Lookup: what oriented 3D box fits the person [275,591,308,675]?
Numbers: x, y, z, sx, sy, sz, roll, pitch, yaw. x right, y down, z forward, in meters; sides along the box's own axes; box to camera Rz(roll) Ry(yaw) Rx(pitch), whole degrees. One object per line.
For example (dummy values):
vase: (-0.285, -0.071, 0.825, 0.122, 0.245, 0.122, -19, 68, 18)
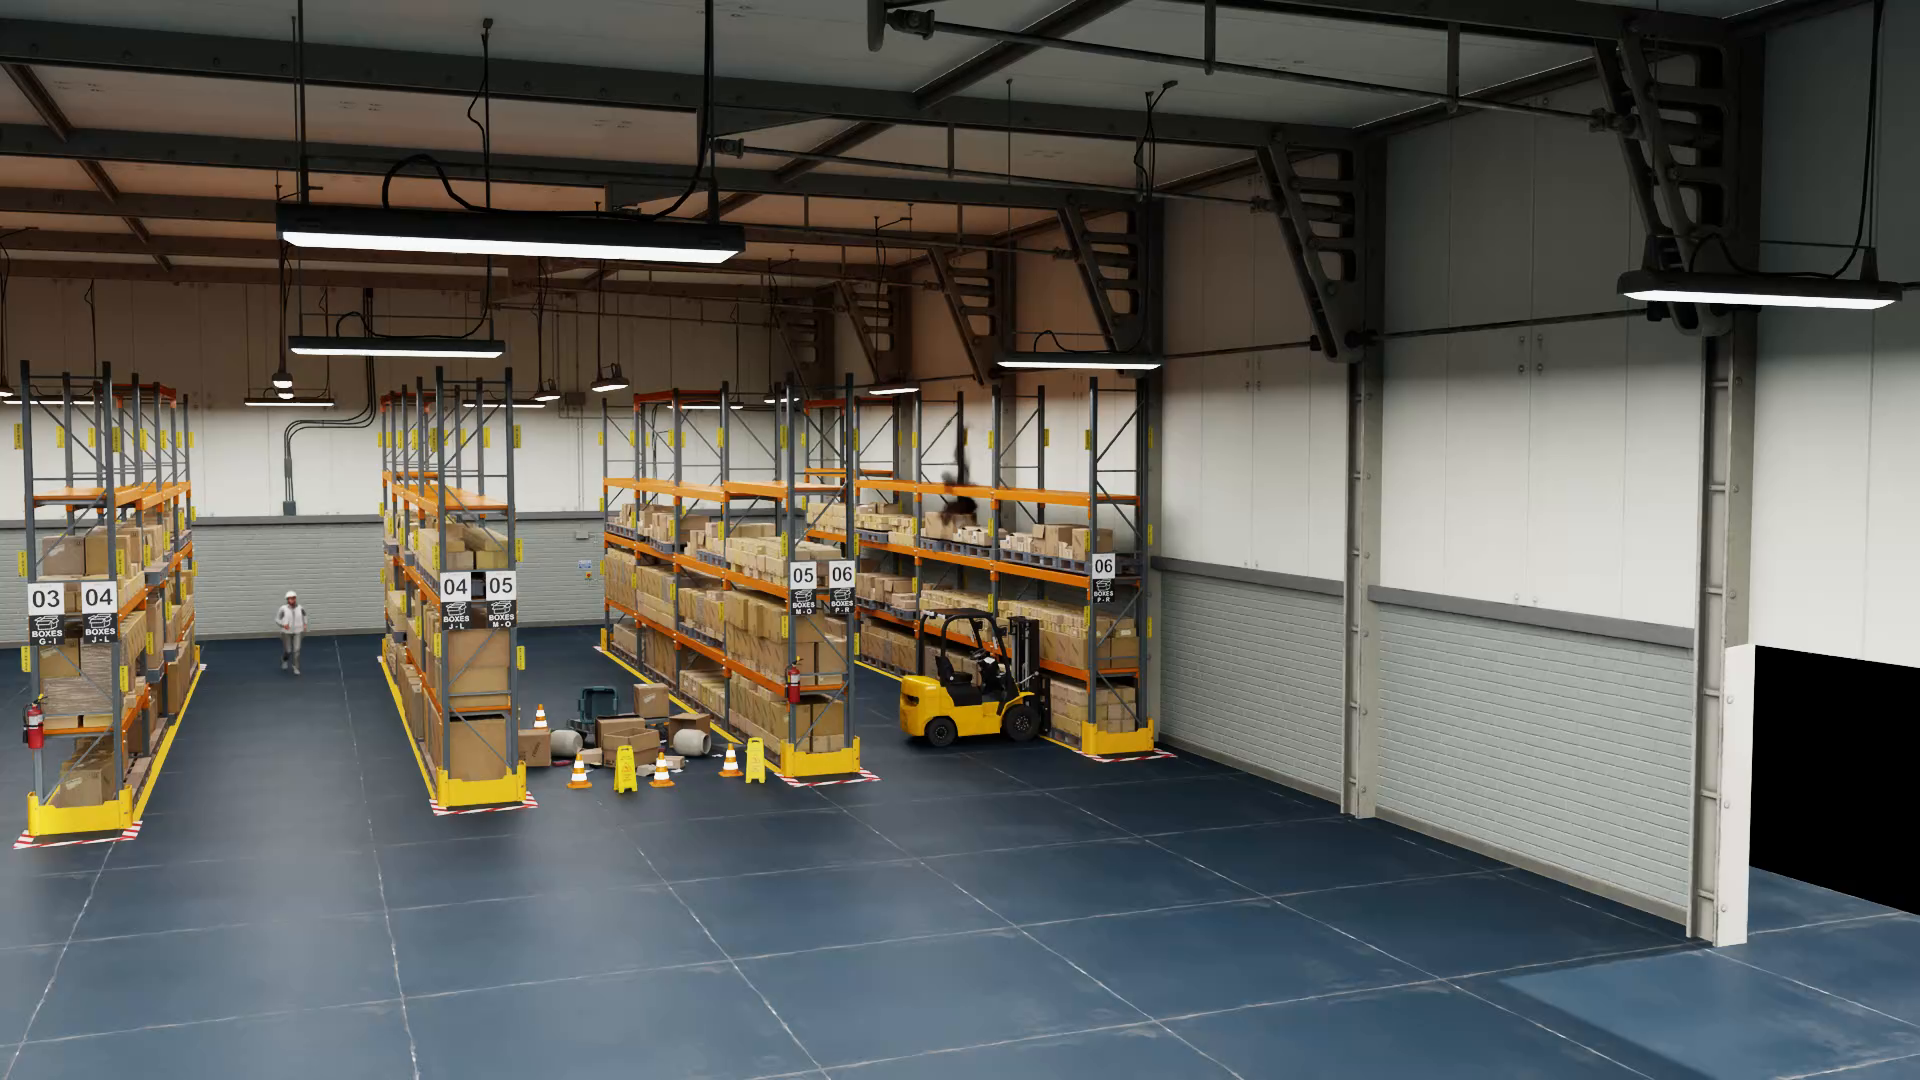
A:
person: (-14.327, 1.982, 35.671, 0.683, 1.775, 0.794, -2, 4, -34)
